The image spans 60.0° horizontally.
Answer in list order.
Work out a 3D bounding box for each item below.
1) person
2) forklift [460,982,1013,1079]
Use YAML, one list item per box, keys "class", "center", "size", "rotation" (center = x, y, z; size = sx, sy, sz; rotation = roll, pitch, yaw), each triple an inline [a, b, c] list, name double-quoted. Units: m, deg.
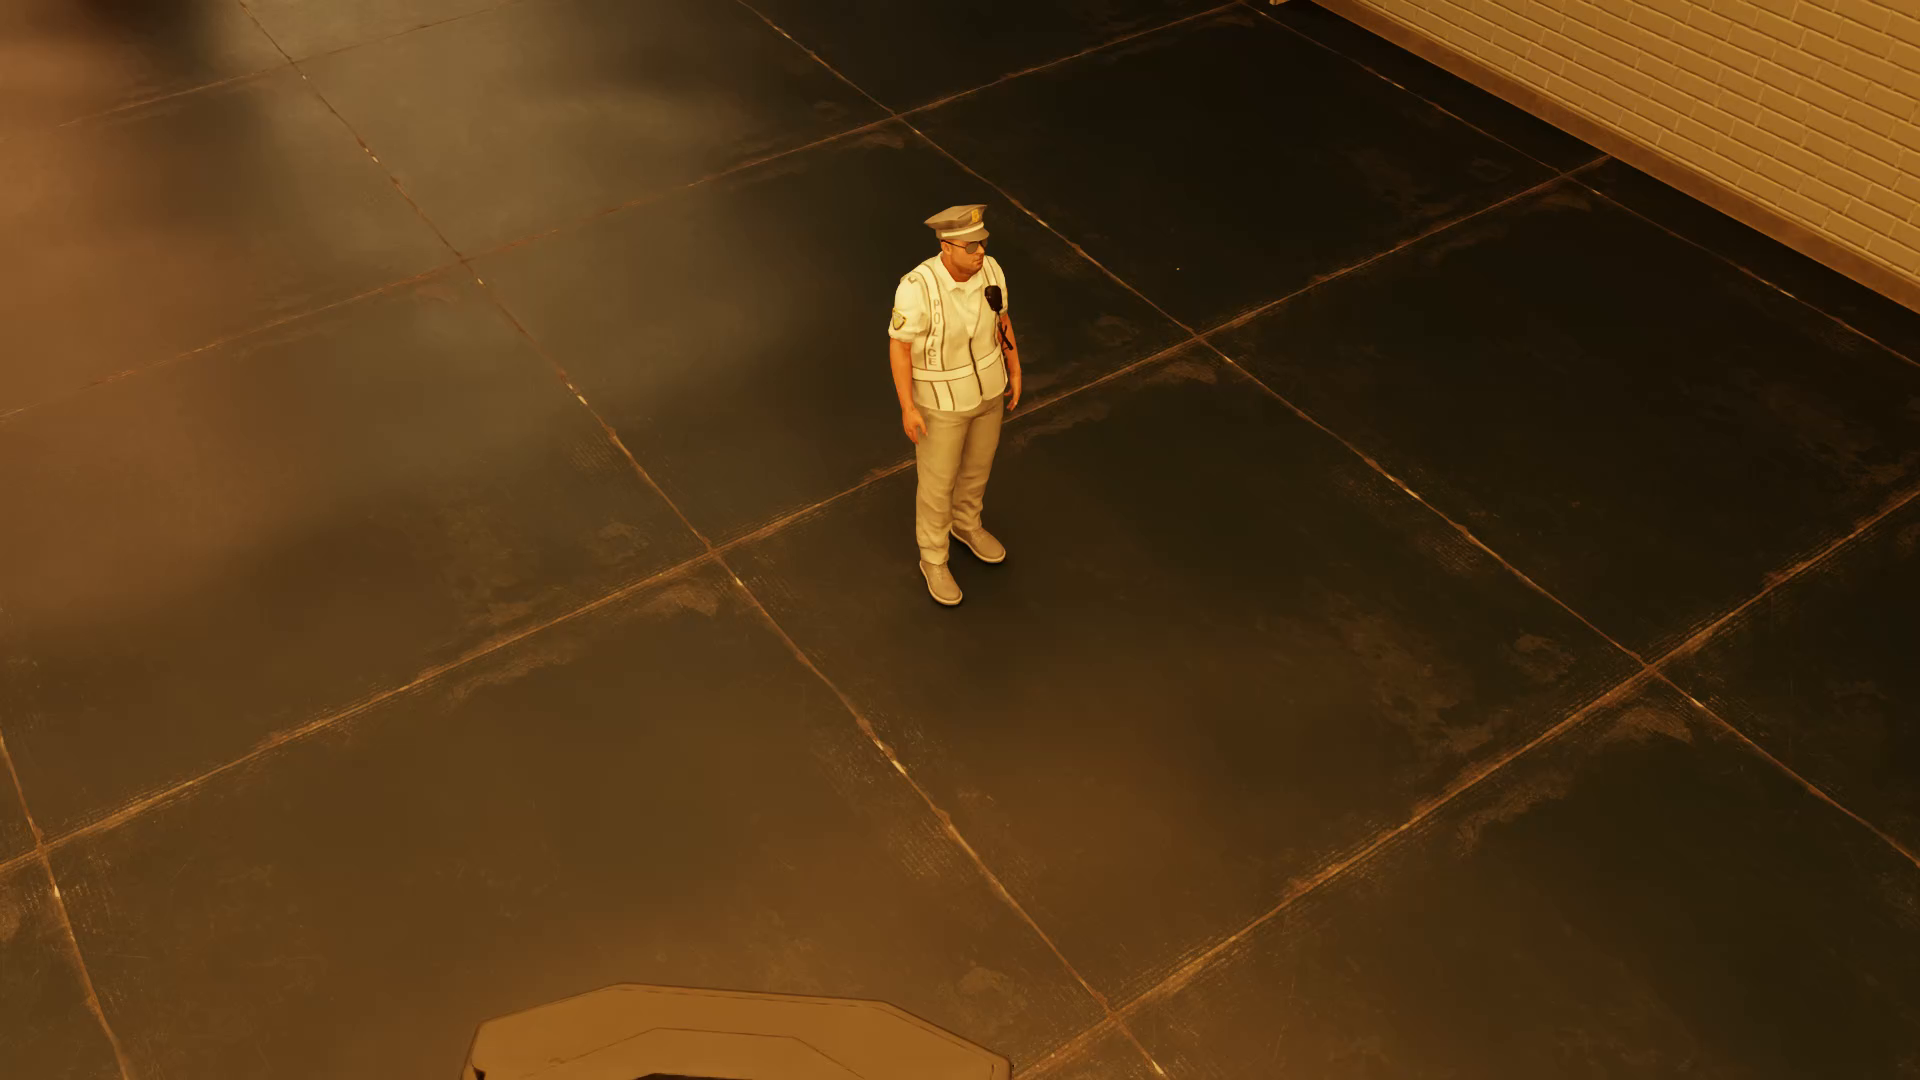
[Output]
- class: "person"
  center: [0.034, -0.612, 7.218]
  size: [0.640, 1.781, 0.575]
  rotation: [-25, 48, -25]
- class: "forklift"
  center: [-0.429, 2.319, 3.199]
  size: [1.130, 2.935, 3.031]
  rotation: [3, 43, 3]
